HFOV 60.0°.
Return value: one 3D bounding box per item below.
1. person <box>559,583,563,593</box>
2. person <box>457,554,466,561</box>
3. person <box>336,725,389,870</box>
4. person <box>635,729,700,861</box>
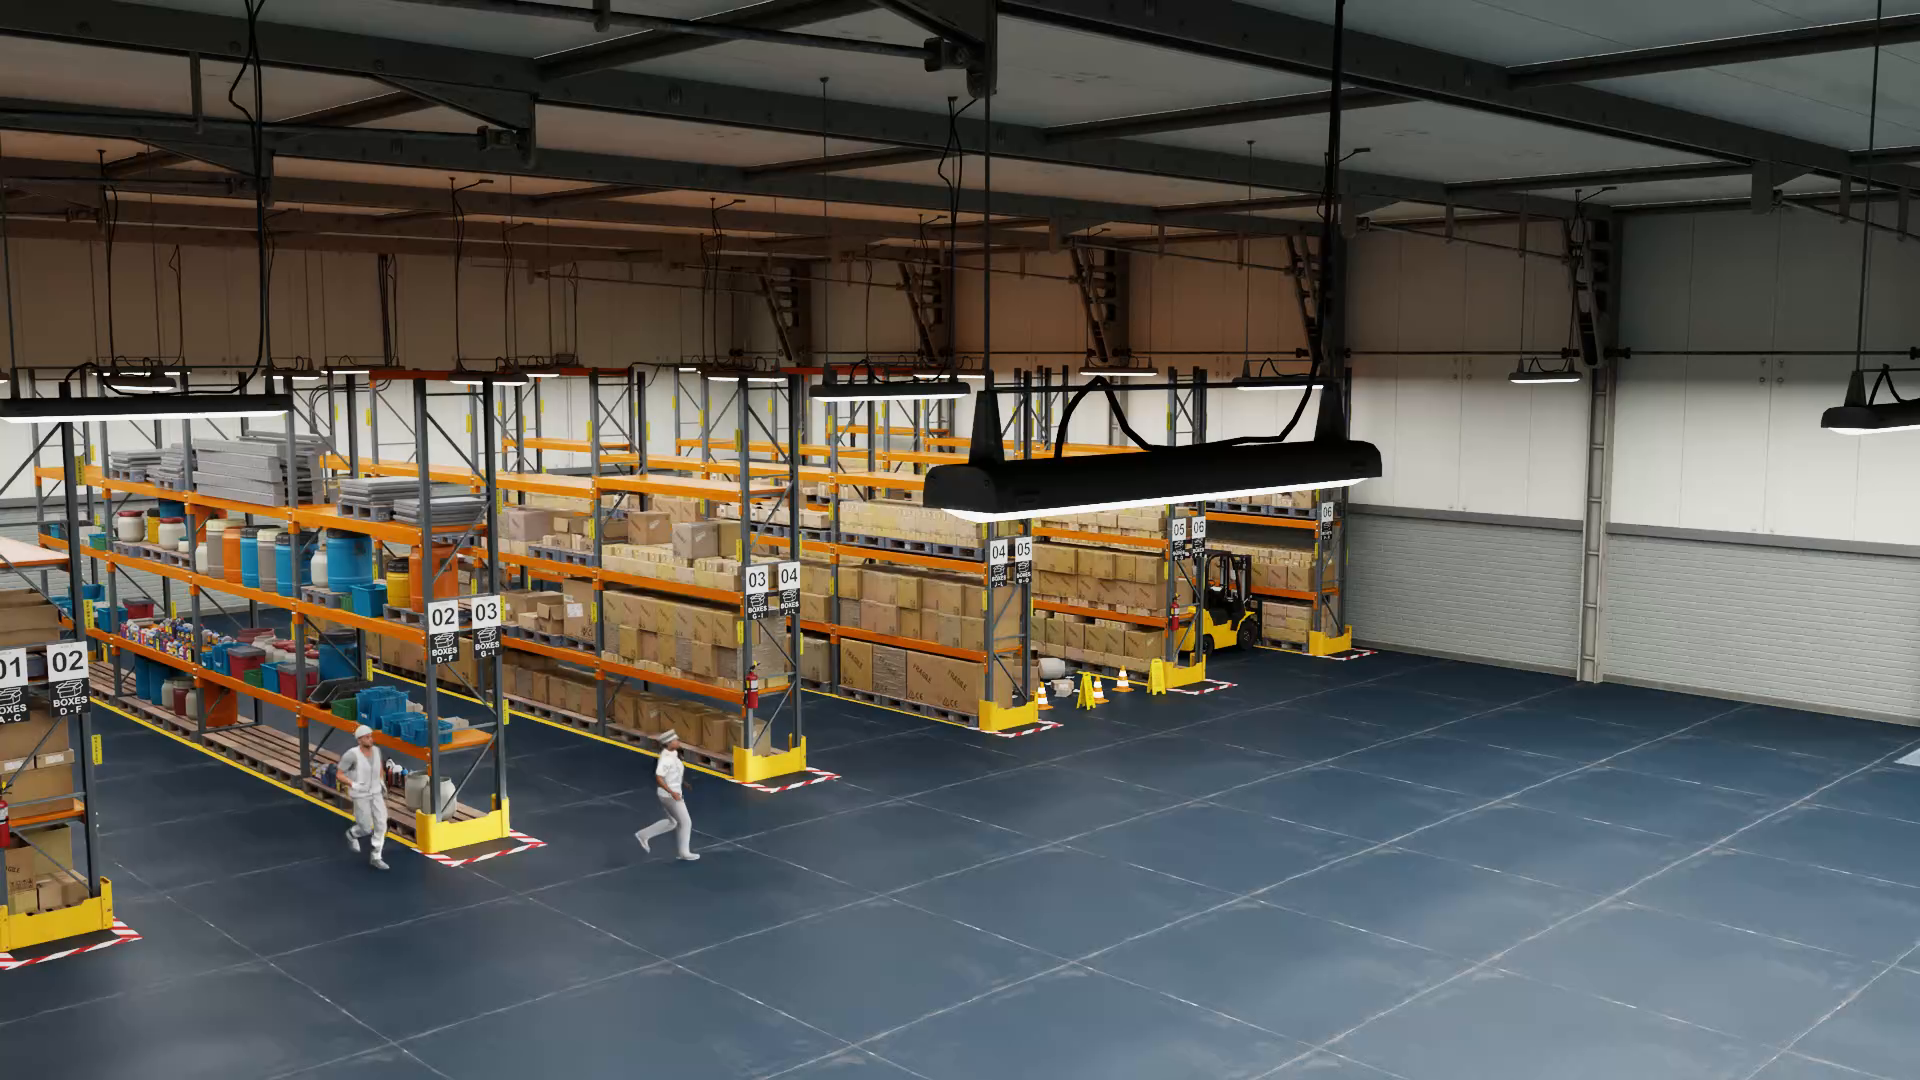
[{"bbox_3d":[-9.796,0.676,41.984,0.975,1.754,0.679,-5,8,-38],"label":"person"},{"bbox_3d":[-11.669,1.151,38.510,0.761,1.689,0.507,-2,7,-16],"label":"person"},{"bbox_3d":[-7.359,3.156,20.540,0.761,1.771,0.698,5,8,37],"label":"person"},{"bbox_3d":[-3.642,3.172,20.678,0.776,1.672,0.608,-1,7,-10],"label":"person"}]
